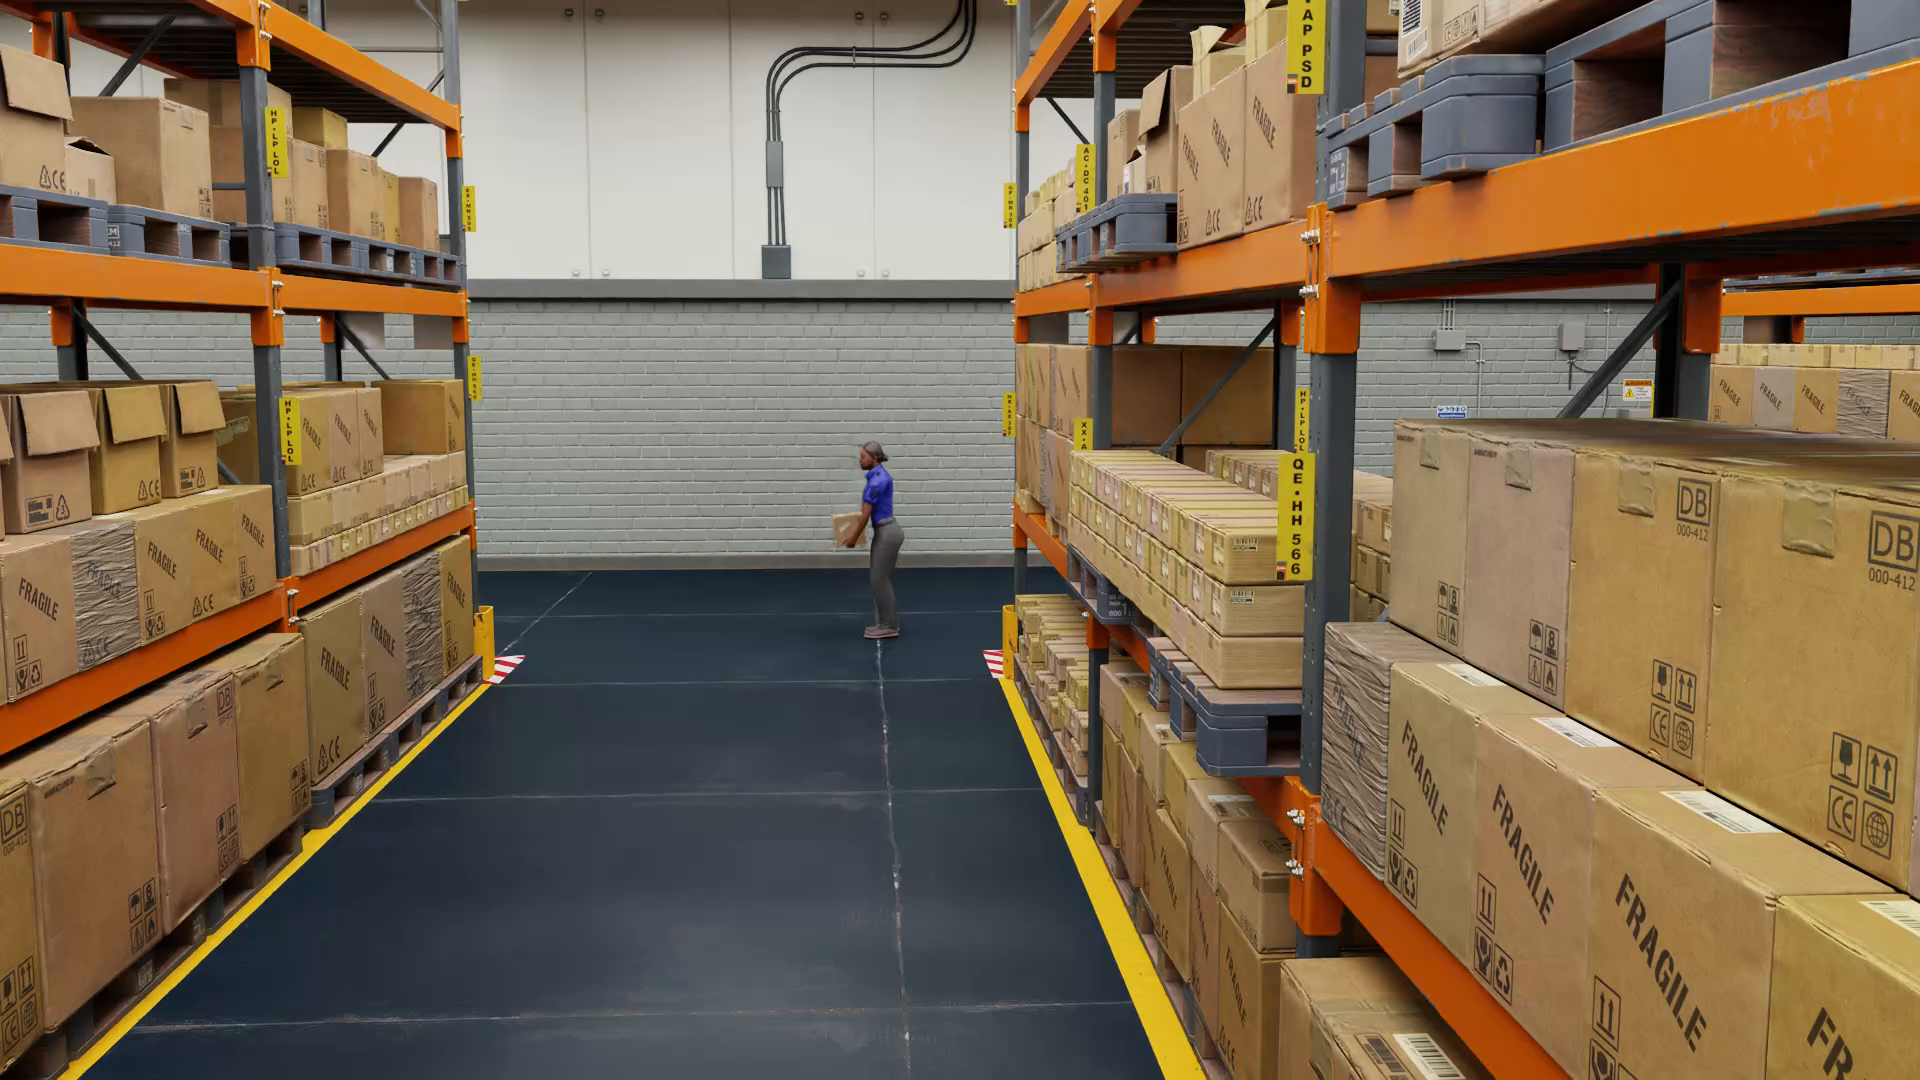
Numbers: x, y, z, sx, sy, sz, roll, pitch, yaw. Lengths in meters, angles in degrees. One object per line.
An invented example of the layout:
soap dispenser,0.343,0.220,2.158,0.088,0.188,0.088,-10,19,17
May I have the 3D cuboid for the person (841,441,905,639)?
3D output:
person,-0.731,-0.005,13.905,0.529,1.647,0.412,-1,7,-5
